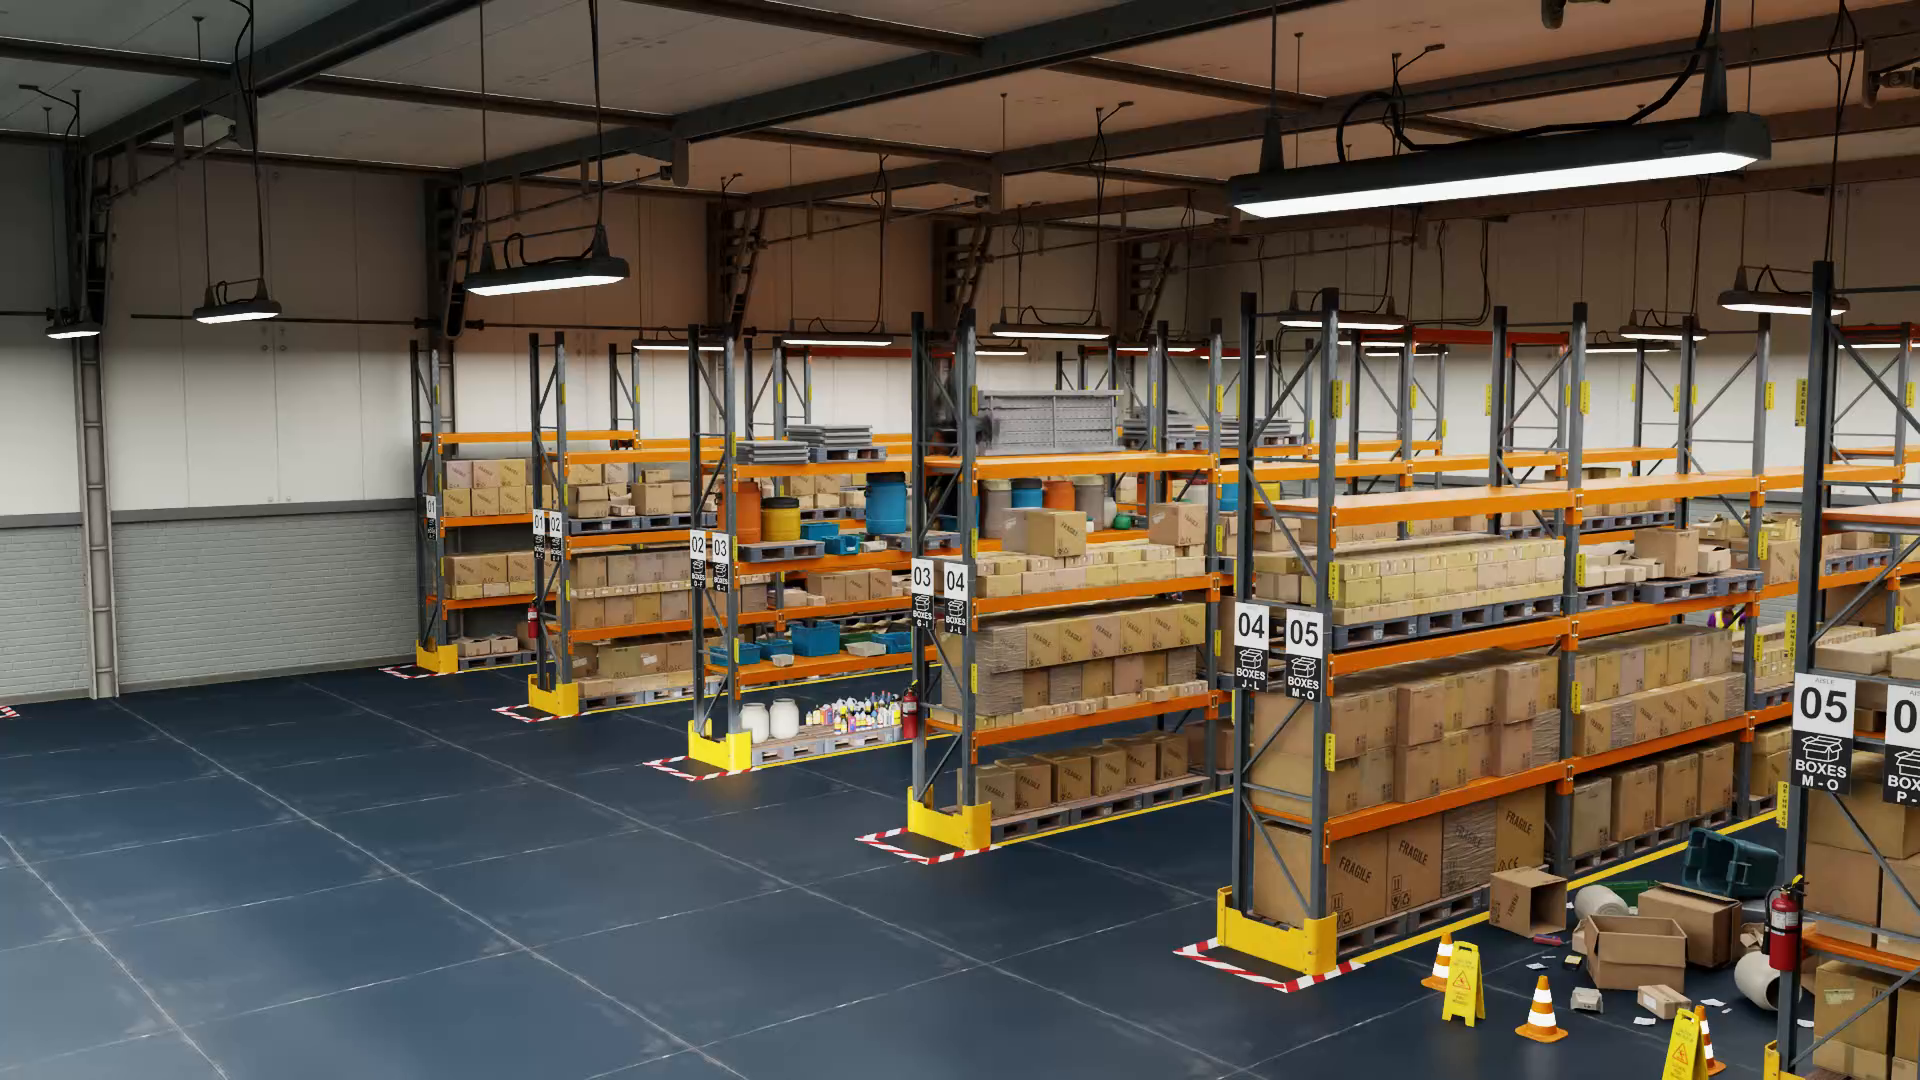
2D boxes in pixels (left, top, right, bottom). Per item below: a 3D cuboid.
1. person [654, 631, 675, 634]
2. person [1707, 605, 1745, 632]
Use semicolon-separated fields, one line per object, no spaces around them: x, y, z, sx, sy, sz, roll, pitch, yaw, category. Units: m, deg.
-5.227;1.611;29.608;0.543;1.701;0.725;5;7;41;person
12.531;1.794;27.121;0.638;1.812;0.790;5;7;44;person
